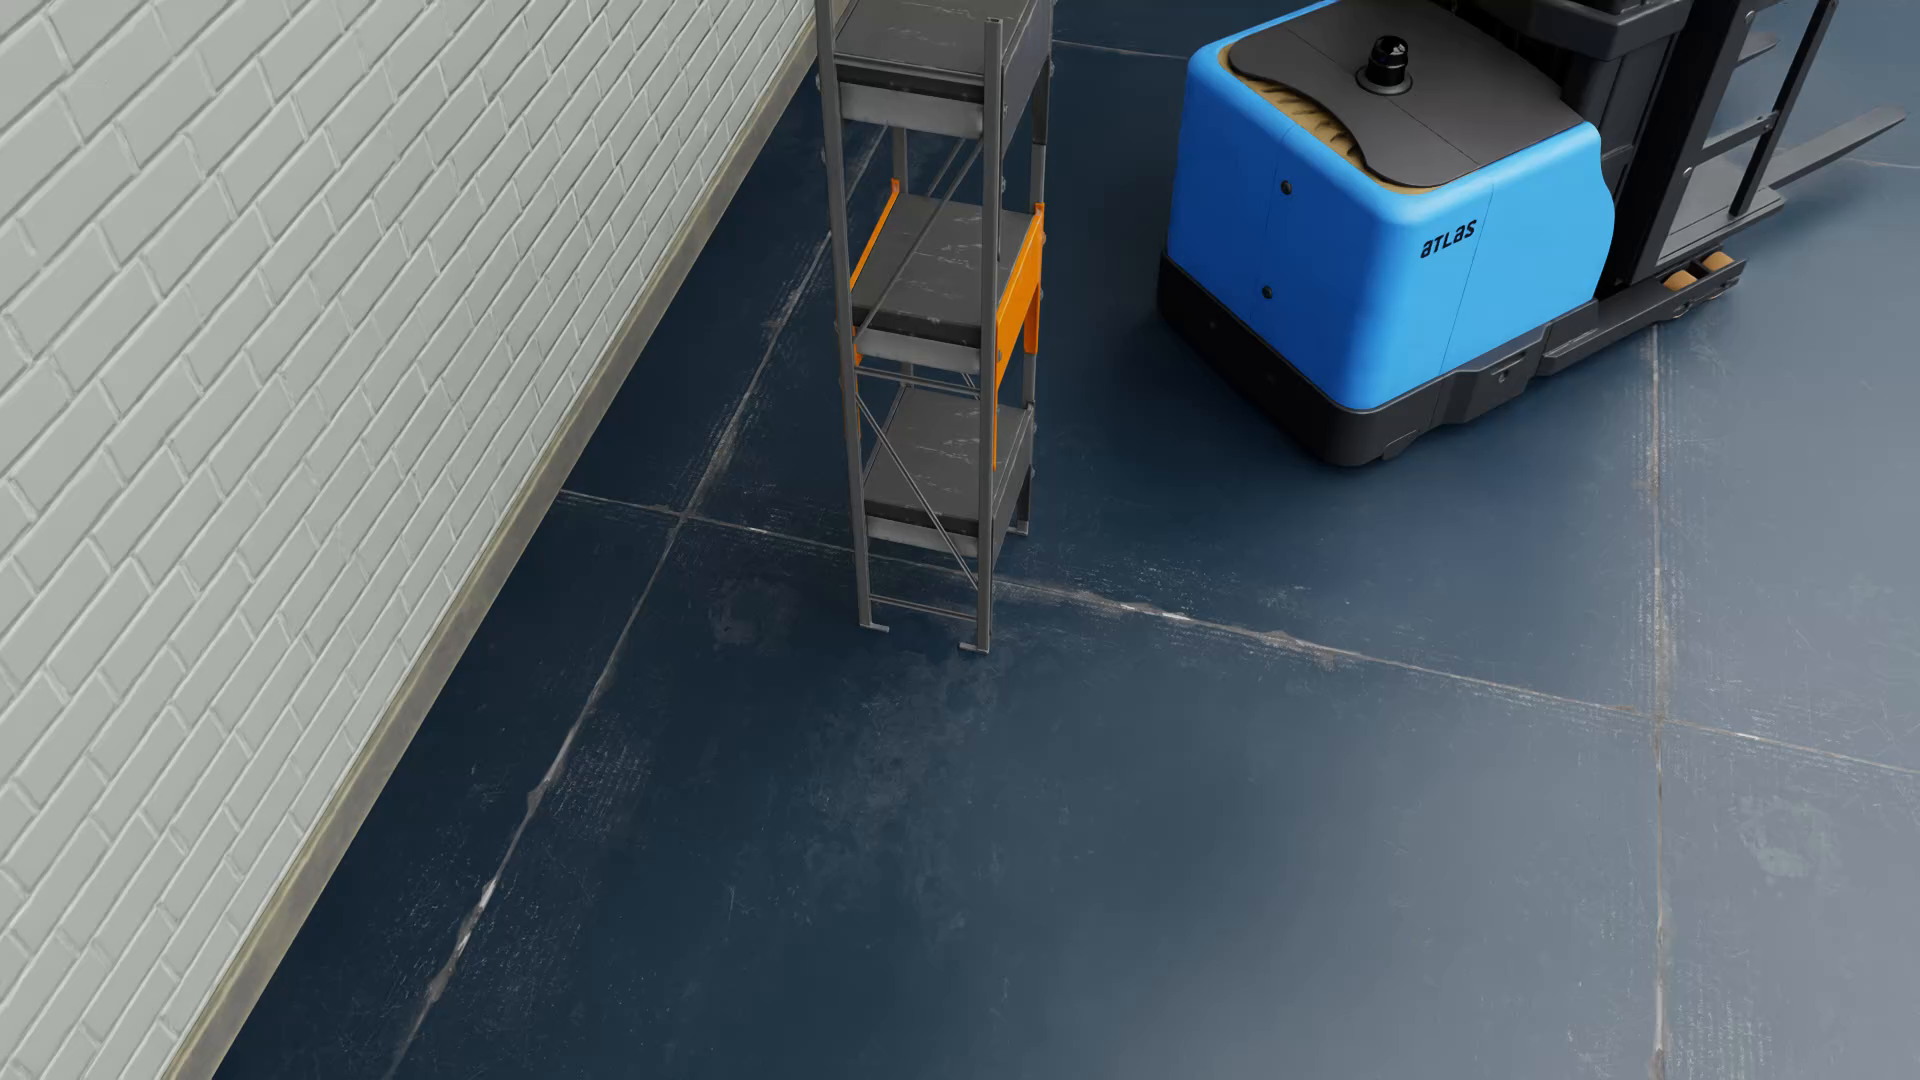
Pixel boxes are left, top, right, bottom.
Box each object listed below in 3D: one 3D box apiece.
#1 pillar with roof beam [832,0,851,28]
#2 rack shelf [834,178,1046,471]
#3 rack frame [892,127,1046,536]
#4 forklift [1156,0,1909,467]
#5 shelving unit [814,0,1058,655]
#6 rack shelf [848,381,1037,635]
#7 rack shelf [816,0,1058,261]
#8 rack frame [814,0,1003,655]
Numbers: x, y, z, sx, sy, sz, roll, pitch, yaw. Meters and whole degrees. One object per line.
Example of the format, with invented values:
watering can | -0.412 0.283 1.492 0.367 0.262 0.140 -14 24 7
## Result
pillar with roof beam | 3.758 -4.439 3.166 9.100 9.000 0.400 12 50 10
rack shelf | -0.044 -0.566 4.367 0.431 0.518 0.480 12 50 10
rack frame | 0.021 -0.752 4.513 0.400 2.100 0.015 12 50 10
forklift | 2.211 -2.073 5.125 3.031 2.935 1.130 -26 53 -21
shelving unit | -0.044 -0.575 4.357 0.431 2.100 0.503 12 50 10
rack shelf | -0.044 -0.103 4.892 0.431 0.518 0.480 12 50 10
rack shelf | -0.044 -1.029 3.842 0.431 0.518 0.480 12 50 10
rack frame | -0.108 -0.399 4.201 0.400 2.100 0.015 12 50 10
